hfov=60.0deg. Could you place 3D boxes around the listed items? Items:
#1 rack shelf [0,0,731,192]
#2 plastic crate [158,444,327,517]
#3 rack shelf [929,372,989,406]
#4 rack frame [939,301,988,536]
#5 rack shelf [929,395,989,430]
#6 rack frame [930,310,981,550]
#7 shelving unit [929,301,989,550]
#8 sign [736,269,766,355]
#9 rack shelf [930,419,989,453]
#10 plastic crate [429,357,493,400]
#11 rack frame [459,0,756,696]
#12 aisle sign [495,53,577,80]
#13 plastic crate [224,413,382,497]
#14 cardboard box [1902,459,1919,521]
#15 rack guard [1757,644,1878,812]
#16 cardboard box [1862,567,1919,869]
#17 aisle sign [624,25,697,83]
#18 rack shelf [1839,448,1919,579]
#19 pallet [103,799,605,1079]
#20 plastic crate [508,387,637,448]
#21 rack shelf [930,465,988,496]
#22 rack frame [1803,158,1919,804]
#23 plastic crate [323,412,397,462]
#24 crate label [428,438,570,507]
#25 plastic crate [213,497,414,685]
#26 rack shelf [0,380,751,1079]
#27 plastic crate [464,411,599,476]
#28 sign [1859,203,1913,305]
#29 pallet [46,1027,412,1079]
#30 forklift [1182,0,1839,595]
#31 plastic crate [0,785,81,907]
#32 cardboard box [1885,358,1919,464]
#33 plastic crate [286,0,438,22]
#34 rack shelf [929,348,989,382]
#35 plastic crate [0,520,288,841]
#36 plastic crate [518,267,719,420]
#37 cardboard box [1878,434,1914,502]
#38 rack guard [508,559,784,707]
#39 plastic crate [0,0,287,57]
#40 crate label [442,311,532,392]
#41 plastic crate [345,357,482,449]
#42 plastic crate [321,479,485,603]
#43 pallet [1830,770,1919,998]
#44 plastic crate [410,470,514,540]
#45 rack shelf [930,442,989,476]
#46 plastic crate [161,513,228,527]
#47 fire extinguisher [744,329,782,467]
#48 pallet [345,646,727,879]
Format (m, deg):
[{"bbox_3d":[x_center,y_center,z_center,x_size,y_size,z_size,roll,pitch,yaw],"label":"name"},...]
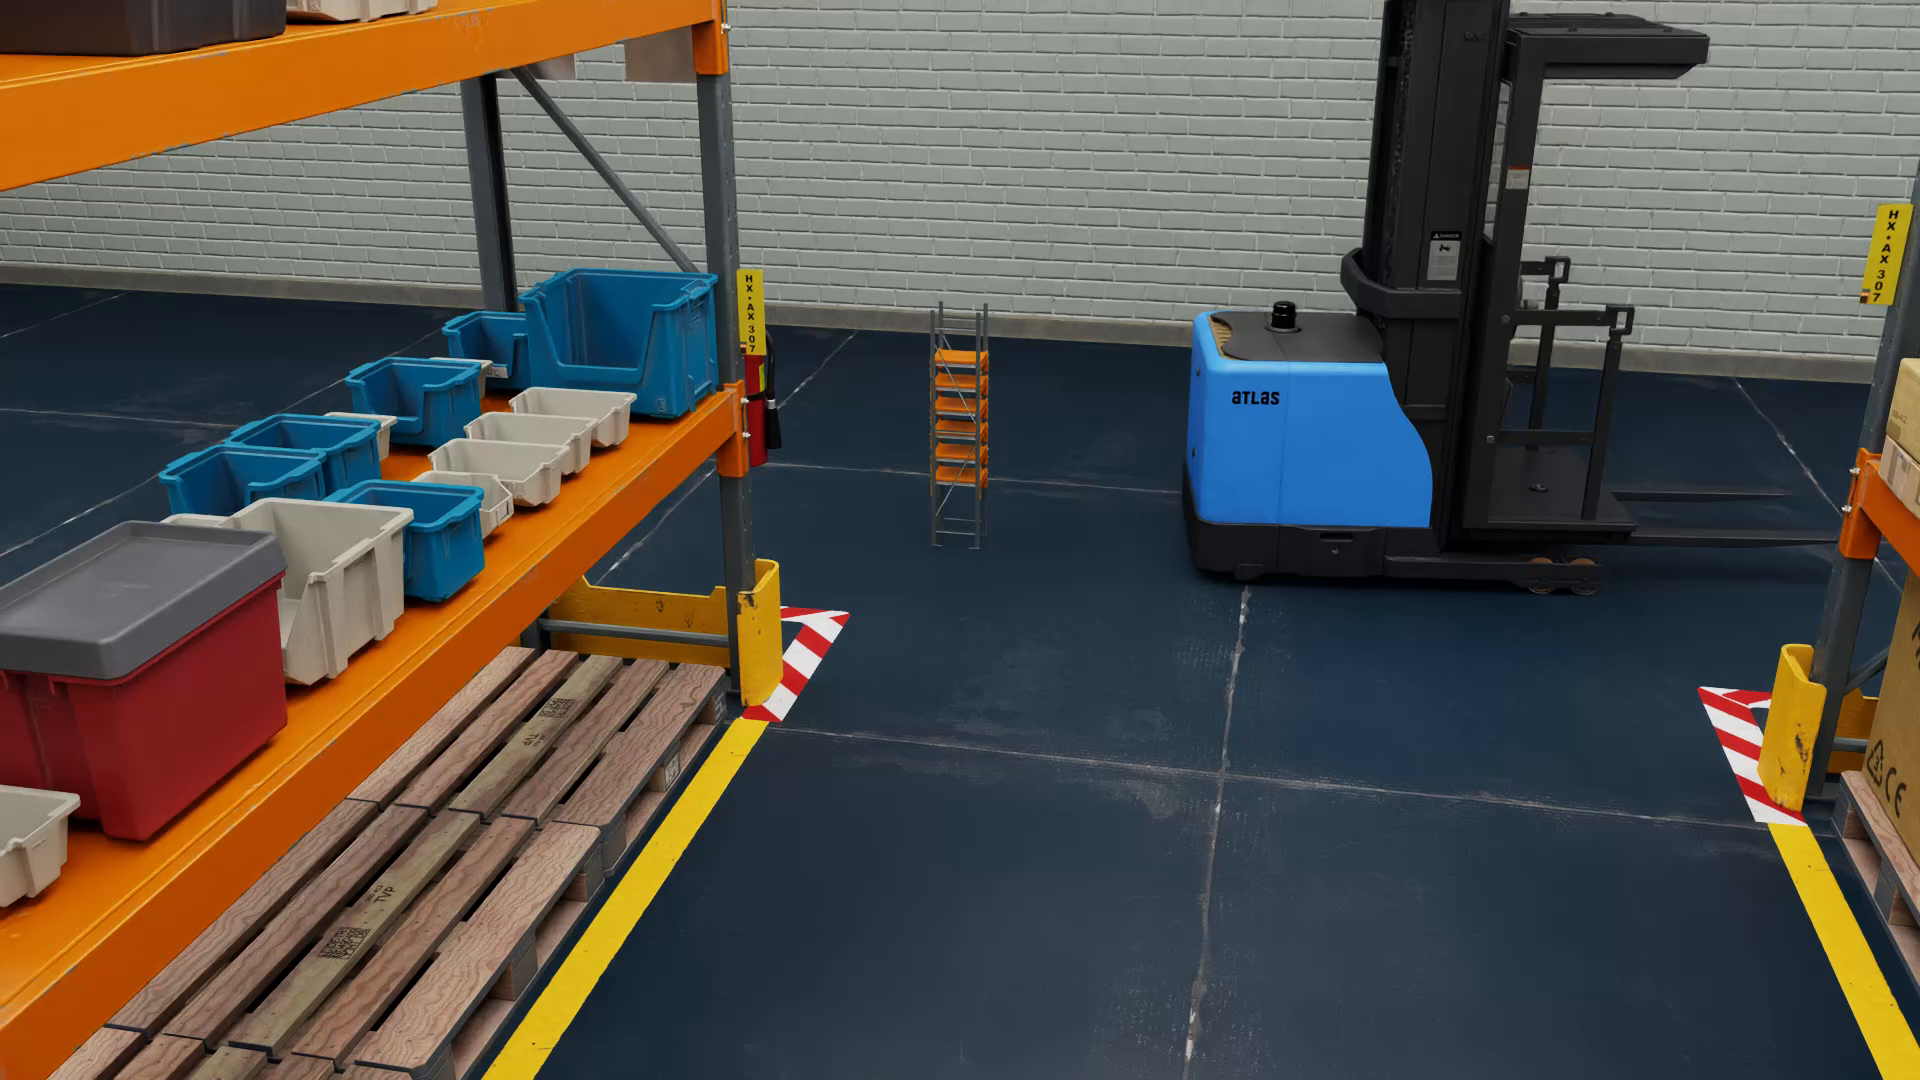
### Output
[{"bbox_3d":[-1.733,-1.140,4.118,1.077,0.370,4.000,4,22,11],"label":"rack shelf"},{"bbox_3d":[-2.027,-0.108,4.750,0.416,0.233,0.300,4,22,11],"label":"plastic crate"},{"bbox_3d":[-0.003,-0.733,8.043,0.258,0.103,0.180,4,22,11],"label":"rack shelf"},{"bbox_3d":[0.016,-0.585,8.199,0.240,1.200,0.006,4,22,11],"label":"rack frame"},{"bbox_3d":[-0.003,-0.621,8.088,0.258,0.103,0.180,4,22,11],"label":"rack shelf"},{"bbox_3d":[-0.022,-0.518,8.033,0.240,1.200,0.006,4,22,11],"label":"rack frame"},{"bbox_3d":[-0.003,-0.551,8.116,0.258,1.200,0.189,4,22,11],"label":"shelving unit"},{"bbox_3d":[-0.783,-0.854,6.240,0.100,0.325,0.005,4,22,11],"label":"sign"},{"bbox_3d":[-0.003,-0.510,8.133,0.258,0.103,0.180,4,22,11],"label":"rack shelf"},{"bbox_3d":[-1.844,-0.543,5.960,0.250,0.136,0.298,4,22,11],"label":"plastic crate"},{"bbox_3d":[-1.324,-0.814,6.360,1.000,3.000,0.127,4,22,11],"label":"rack frame"},{"bbox_3d":[-1.601,-2.069,5.996,0.394,0.787,0.004,4,22,11],"label":"aisle sign"},{"bbox_3d":[-1.966,-0.218,5.022,0.416,0.233,0.300,4,22,11],"label":"plastic crate"},{"bbox_3d":[3.078,-0.121,4.976,0.380,0.149,0.250,4,22,10],"label":"cardboard box"},{"bbox_3d":[3.529,0.714,5.911,1.175,0.500,0.348,4,22,11],"label":"rack guard"},{"bbox_3d":[3.472,0.594,5.144,0.875,0.875,0.875,4,22,11],"label":"cardboard box"},{"bbox_3d":[-1.023,-2.024,5.884,0.394,0.787,0.004,4,22,11],"label":"aisle sign"},{"bbox_3d":[3.116,0.629,3.740,1.077,0.370,4.000,4,22,11],"label":"rack shelf"},{"bbox_3d":[-1.782,1.223,5.035,1.003,0.211,1.213,4,22,11],"label":"pallet"},{"bbox_3d":[-1.314,-0.408,5.623,0.396,0.136,0.243,4,22,11],"label":"plastic crate"},{"bbox_3d":[-0.003,-0.287,8.223,0.258,0.103,0.180,4,22,11],"label":"rack shelf"},{"bbox_3d":[3.524,-0.437,5.422,1.000,3.000,0.127,4,22,11],"label":"rack frame"},{"bbox_3d":[-1.982,-0.295,5.344,0.250,0.136,0.298,4,22,11],"label":"plastic crate"},{"bbox_3d":[-1.420,-0.199,5.105,0.396,0.136,0.243,4,22,11],"label":"crate label"},{"bbox_3d":[-1.649,0.132,4.090,0.437,0.282,0.530,4,22,11],"label":"plastic crate"},{"bbox_3d":[-1.733,0.251,4.678,1.077,0.370,4.000,4,22,11],"label":"rack shelf"},{"bbox_3d":[-1.387,-0.303,5.363,0.396,0.136,0.243,4,22,11],"label":"plastic crate"},{"bbox_3d":[2.982,-0.919,5.356,0.100,0.325,0.005,4,22,11],"label":"sign"},{"bbox_3d":[-2.029,1.670,3.923,1.003,0.211,1.213,4,22,11],"label":"pallet"},{"bbox_3d":[2.644,-1.310,7.682,3.031,2.935,1.130,1,22,3],"label":"forklift"},{"bbox_3d":[-1.906,0.584,3.161,0.396,0.136,0.243,4,22,11],"label":"plastic crate"},{"bbox_3d":[3.162,-0.350,5.010,0.500,0.250,0.500,4,22,9],"label":"cardboard box"},{"bbox_3d":[-1.503,-1.309,3.925,0.437,0.136,0.530,4,22,11],"label":"plastic crate"},{"bbox_3d":[-0.003,-0.844,7.998,0.258,0.103,0.180,4,22,11],"label":"rack shelf"},{"bbox_3d":[-1.713,0.284,3.468,0.402,0.464,0.583,4,22,11],"label":"plastic crate"},{"bbox_3d":[-1.210,-0.722,6.002,0.616,0.435,0.499,4,22,11],"label":"plastic crate"},{"bbox_3d":[3.129,-0.215,5.209,0.380,0.149,0.250,5,22,12],"label":"cardboard box"},{"bbox_3d":[-1.332,0.336,6.851,1.175,0.500,0.348,4,22,11],"label":"rack guard"},{"bbox_3d":[-1.619,-1.115,3.268,0.497,0.269,0.590,4,22,11],"label":"plastic crate"},{"bbox_3d":[-1.697,-0.699,6.218,0.416,0.233,0.303,4,22,11],"label":"crate label"},{"bbox_3d":[-1.831,-0.458,5.620,0.416,0.233,0.300,4,22,11],"label":"plastic crate"},{"bbox_3d":[-1.492,0.006,4.466,0.416,0.233,0.300,4,22,11],"label":"plastic crate"},{"bbox_3d":[3.438,1.155,5.202,1.003,0.211,1.213,4,22,11],"label":"pallet"},{"bbox_3d":[-1.462,-0.089,4.833,0.298,0.136,0.250,4,22,11],"label":"plastic crate"},{"bbox_3d":[-0.003,-0.399,8.178,0.258,0.103,0.180,4,22,11],"label":"rack shelf"},{"bbox_3d":[-2.080,0.084,4.404,0.293,0.136,0.466,4,22,11],"label":"plastic crate"},{"bbox_3d":[-0.849,-0.626,6.495,0.296,0.674,0.183,4,22,11],"label":"fire extinguisher"},{"bbox_3d":[-1.531,0.778,6.139,1.003,0.211,1.213,4,22,11],"label":"pallet"}]
